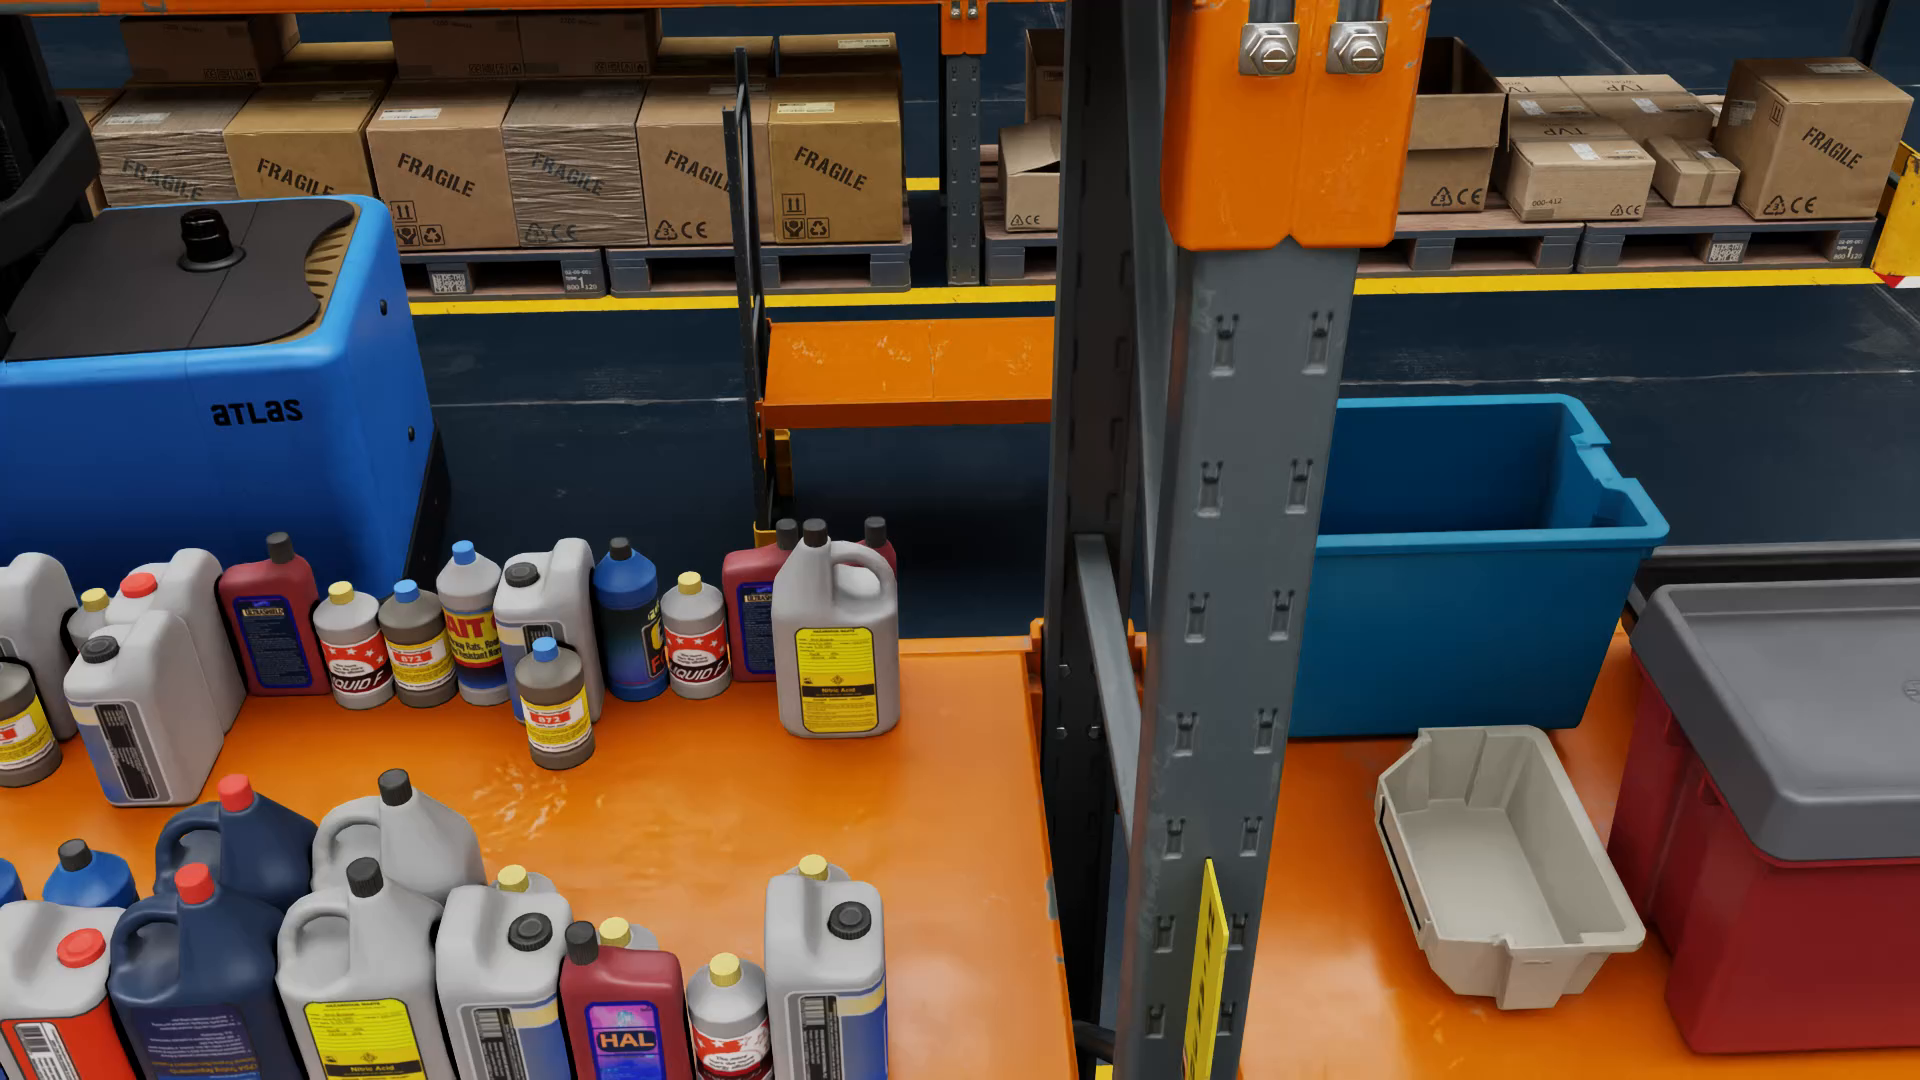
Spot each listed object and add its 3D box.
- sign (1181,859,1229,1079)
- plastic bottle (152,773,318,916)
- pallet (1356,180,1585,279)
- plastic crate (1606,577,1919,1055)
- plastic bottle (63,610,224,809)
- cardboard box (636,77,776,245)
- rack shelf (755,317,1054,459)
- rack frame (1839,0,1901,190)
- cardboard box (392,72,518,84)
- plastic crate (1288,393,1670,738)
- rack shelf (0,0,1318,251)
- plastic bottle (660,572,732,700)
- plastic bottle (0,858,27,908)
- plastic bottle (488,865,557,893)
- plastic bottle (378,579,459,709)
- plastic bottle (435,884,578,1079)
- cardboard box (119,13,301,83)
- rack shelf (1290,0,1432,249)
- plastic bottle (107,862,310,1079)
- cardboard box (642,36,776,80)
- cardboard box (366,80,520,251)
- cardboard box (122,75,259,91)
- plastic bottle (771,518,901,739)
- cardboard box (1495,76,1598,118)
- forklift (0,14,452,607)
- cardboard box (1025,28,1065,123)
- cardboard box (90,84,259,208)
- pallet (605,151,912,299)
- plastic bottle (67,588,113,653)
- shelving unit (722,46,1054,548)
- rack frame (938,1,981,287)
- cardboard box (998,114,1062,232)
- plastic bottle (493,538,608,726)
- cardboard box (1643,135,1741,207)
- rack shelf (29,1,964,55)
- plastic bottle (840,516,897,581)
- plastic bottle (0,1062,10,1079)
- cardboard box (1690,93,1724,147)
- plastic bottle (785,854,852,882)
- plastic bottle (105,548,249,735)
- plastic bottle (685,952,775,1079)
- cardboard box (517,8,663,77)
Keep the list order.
[{"bbox_3d":[0.247,0.474,1.687,0.005,0.325,0.100,-2,35,-2],"label":"sign"},{"bbox_3d":[-0.872,0.429,2.038,0.185,0.351,0.144,-2,35,-2],"label":"plastic bottle"},{"bbox_3d":[1.899,-1.447,7.155,1.213,0.211,1.003,-2,35,-2],"label":"pallet"},{"bbox_3d":[1.126,0.342,2.011,0.583,0.464,0.402,-2,35,-2],"label":"plastic crate"},{"bbox_3d":[-1.176,0.233,2.387,0.135,0.276,0.152,-2,35,-2],"label":"plastic bottle"},{"bbox_3d":[-0.982,-1.509,6.605,0.500,0.500,0.500,-1,35,-2],"label":"cardboard box"},{"bbox_3d":[-0.085,-0.467,4.922,1.000,0.185,0.538,-2,35,-2],"label":"rack shelf"},{"bbox_3d":[3.987,-2.649,6.442,0.127,3.000,1.000,-2,35,-2],"label":"rack frame"},{"bbox_3d":[-2.040,-1.776,6.991,0.500,0.500,0.500,-3,35,-4],"label":"cardboard box"},{"bbox_3d":[0.673,0.050,2.503,0.575,0.384,0.392,-2,35,-2],"label":"plastic crate"},{"bbox_3d":[-1.775,-0.609,1.491,4.000,0.370,1.077,-2,35,-2],"label":"rack shelf"},{"bbox_3d":[-0.412,0.141,2.585,0.097,0.201,0.097,0,35,0],"label":"plastic bottle"},{"bbox_3d":[-1.183,0.479,2.036,0.097,0.271,0.097,0,35,0],"label":"plastic bottle"},{"bbox_3d":[-0.545,0.490,2.080,0.097,0.201,0.097,0,35,0],"label":"plastic bottle"},{"bbox_3d":[-0.838,0.152,2.569,0.097,0.201,0.097,0,35,0],"label":"plastic bottle"},{"bbox_3d":[-0.521,0.530,1.958,0.135,0.276,0.152,-2,35,-2],"label":"plastic bottle"},{"bbox_3d":[-3.025,-2.057,6.738,0.500,0.250,0.500,0,35,0],"label":"cardboard box"},{"bbox_3d":[2.220,-0.717,1.646,4.000,0.370,1.077,-2,35,-2],"label":"rack shelf"},{"bbox_3d":[-0.865,0.511,1.920,0.185,0.351,0.144,-2,35,-2],"label":"plastic bottle"},{"bbox_3d":[-1.035,-1.799,7.024,0.500,0.500,0.500,-1,35,-2],"label":"cardboard box"},{"bbox_3d":[-1.991,-1.481,6.564,0.500,0.500,0.500,-3,35,-4],"label":"cardboard box"},{"bbox_3d":[-3.081,-1.745,6.946,0.500,0.500,0.500,0,35,0],"label":"cardboard box"},{"bbox_3d":[-0.185,0.121,2.482,0.185,0.351,0.144,-2,35,-2],"label":"plastic bottle"},{"bbox_3d":[2.432,-1.819,7.272,0.500,0.250,0.500,-2,35,-2],"label":"cardboard box"},{"bbox_3d":[-3.072,-0.942,4.036,3.031,2.935,1.130,-5,35,-7],"label":"forklift"},{"bbox_3d":[0.547,-1.871,7.127,0.500,0.500,0.500,-2,35,-2],"label":"cardboard box"},{"bbox_3d":[-3.013,-1.454,6.524,0.500,0.500,0.500,-3,35,-4],"label":"cardboard box"},{"bbox_3d":[-0.819,-1.351,7.017,1.213,0.211,1.003,-2,35,-2],"label":"pallet"},{"bbox_3d":[-1.300,0.165,2.551,0.097,0.201,0.097,0,35,0],"label":"plastic bottle"},{"bbox_3d":[-0.076,-0.615,4.820,1.083,1.500,0.587,-2,35,-2],"label":"shelving unit"},{"bbox_3d":[-0.008,-2.541,6.286,0.127,3.000,1.000,-2,35,-2],"label":"rack frame"},{"bbox_3d":[0.421,-1.505,6.765,0.500,0.311,0.500,-2,35,-2],"label":"cardboard box"},{"bbox_3d":[-0.623,0.131,2.533,0.135,0.276,0.152,-2,35,-2],"label":"plastic bottle"},{"bbox_3d":[3.047,-1.550,6.957,0.250,0.166,0.380,-2,35,-2],"label":"cardboard box"},{"bbox_3d":[-2.006,-2.191,6.413,4.000,0.370,1.077,-2,35,-2],"label":"rack shelf"},{"bbox_3d":[-0.164,0.090,2.587,0.133,0.283,0.061,-2,35,-2],"label":"plastic bottle"},{"bbox_3d":[-1.159,0.547,1.933,0.135,0.276,0.152,-2,35,-2],"label":"plastic bottle"},{"bbox_3d":[3.303,-1.842,7.379,0.250,0.166,0.380,-2,35,-2],"label":"cardboard box"},{"bbox_3d":[-0.180,0.480,2.095,0.097,0.201,0.097,0,35,0],"label":"plastic bottle"},{"bbox_3d":[-1.183,0.146,2.511,0.135,0.276,0.152,-2,35,-2],"label":"plastic bottle"},{"bbox_3d":[-0.270,0.569,1.966,0.097,0.201,0.097,0,35,0],"label":"plastic bottle"},{"bbox_3d":[-1.502,-2.101,6.801,0.500,0.250,0.500,-1,35,-2],"label":"cardboard box"}]
